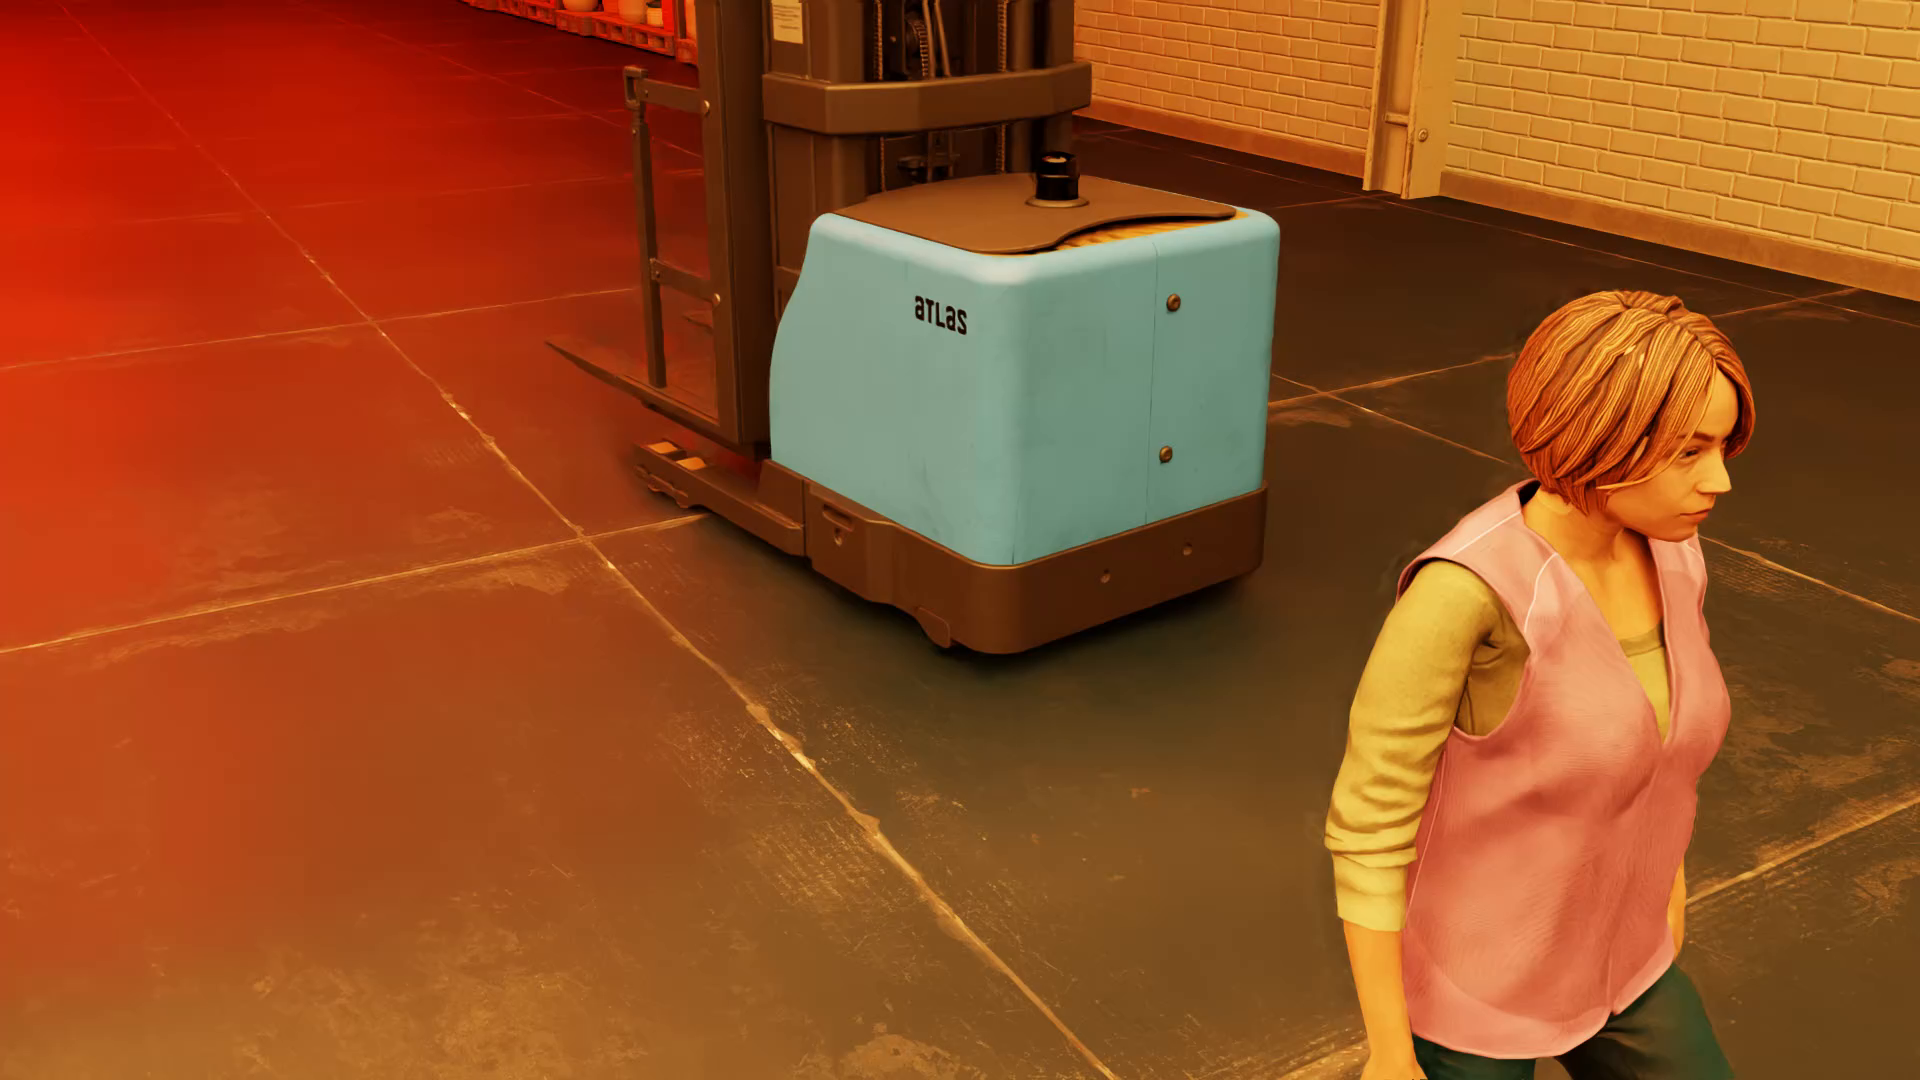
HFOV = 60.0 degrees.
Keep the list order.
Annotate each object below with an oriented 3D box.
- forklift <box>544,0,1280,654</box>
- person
[{"bbox_3d":[-0.428,-1.558,5.070,1.130,2.935,3.031,-16,27,-34],"label":"forklift"},{"bbox_3d":[0.653,0.506,1.833,0.519,1.584,0.445,-14,26,-31],"label":"person"}]
